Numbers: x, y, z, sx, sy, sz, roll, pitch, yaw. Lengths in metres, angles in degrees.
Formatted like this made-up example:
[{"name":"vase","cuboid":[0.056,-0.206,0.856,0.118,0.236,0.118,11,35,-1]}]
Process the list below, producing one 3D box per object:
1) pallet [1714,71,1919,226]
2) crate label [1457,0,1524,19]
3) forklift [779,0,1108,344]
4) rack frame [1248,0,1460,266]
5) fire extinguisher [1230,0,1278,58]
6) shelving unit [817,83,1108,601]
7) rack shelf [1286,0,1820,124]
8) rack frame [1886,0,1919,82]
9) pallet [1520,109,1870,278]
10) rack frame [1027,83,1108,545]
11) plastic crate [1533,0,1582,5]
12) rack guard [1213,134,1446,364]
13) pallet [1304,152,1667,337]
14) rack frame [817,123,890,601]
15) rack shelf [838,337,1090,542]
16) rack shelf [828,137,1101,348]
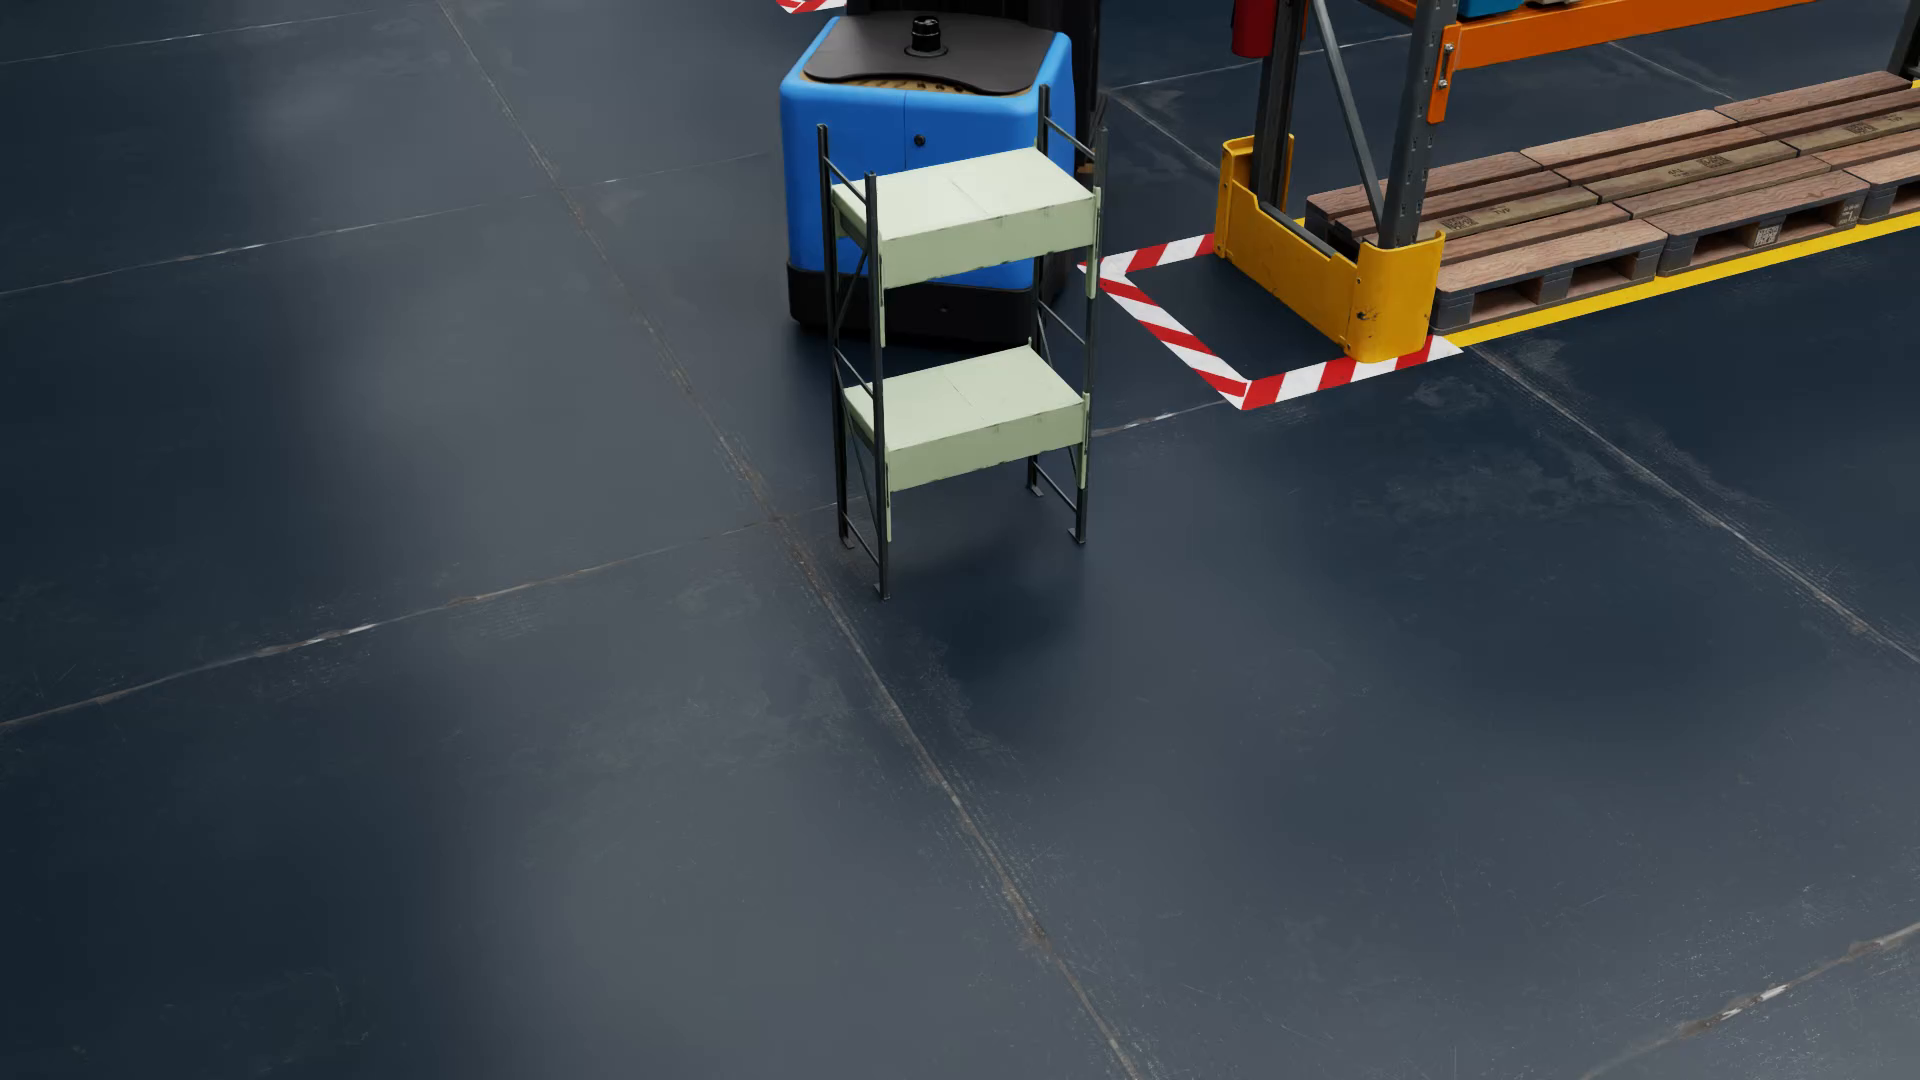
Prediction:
[{"name":"pallet","cuboid":[4.513,-1.961,8.216,1.213,0.211,1.003,-16,39,-20]},{"name":"crate label","cuboid":[1.904,-2.117,6.176,0.303,0.233,0.416,-16,39,-20]},{"name":"forklift","cuboid":[0.091,-2.840,7.119,1.130,2.935,3.031,7,37,9]},{"name":"rack frame","cuboid":[1.541,-2.275,6.300,0.127,3.000,1.000,-16,39,-20]},{"name":"fire extinguisher","cuboid":[1.211,-2.301,6.713,0.183,0.674,0.296,-16,39,-20]},{"name":"shelving unit","cuboid":[0.006,-0.604,5.305,0.755,1.500,0.431,-16,39,-20]},{"name":"rack shelf","cuboid":[3.352,-2.492,7.196,4.000,0.370,1.077,-16,39,-20]},{"name":"rack frame","cuboid":[5.162,-3.288,7.665,0.127,3.000,1.000,-16,39,-20]},{"name":"pallet","cuboid":[3.407,-1.649,7.797,1.213,0.211,1.003,-16,39,-20]},{"name":"rack frame","cuboid":[0.337,-0.697,5.430,0.023,1.500,0.400,-16,39,-20]},{"name":"plastic crate","cuboid":[2.230,-2.115,6.254,0.298,0.136,0.250,-16,39,-20]},{"name":"rack guard","cuboid":[1.525,-1.258,7.027,0.348,0.500,1.175,-16,39,-20]},{"name":"pallet","cuboid":[2.304,-1.343,7.383,1.213,0.211,1.003,-16,39,-20]},{"name":"rack frame","cuboid":[-0.325,-0.511,5.181,0.023,1.500,0.400,-16,39,-20]},{"name":"rack shelf","cuboid":[0.006,-0.342,5.500,0.720,0.370,0.431,-16,39,-20]},{"name":"rack shelf","cuboid":[0.006,-0.918,5.073,0.720,0.370,0.431,-16,39,-20]}]
